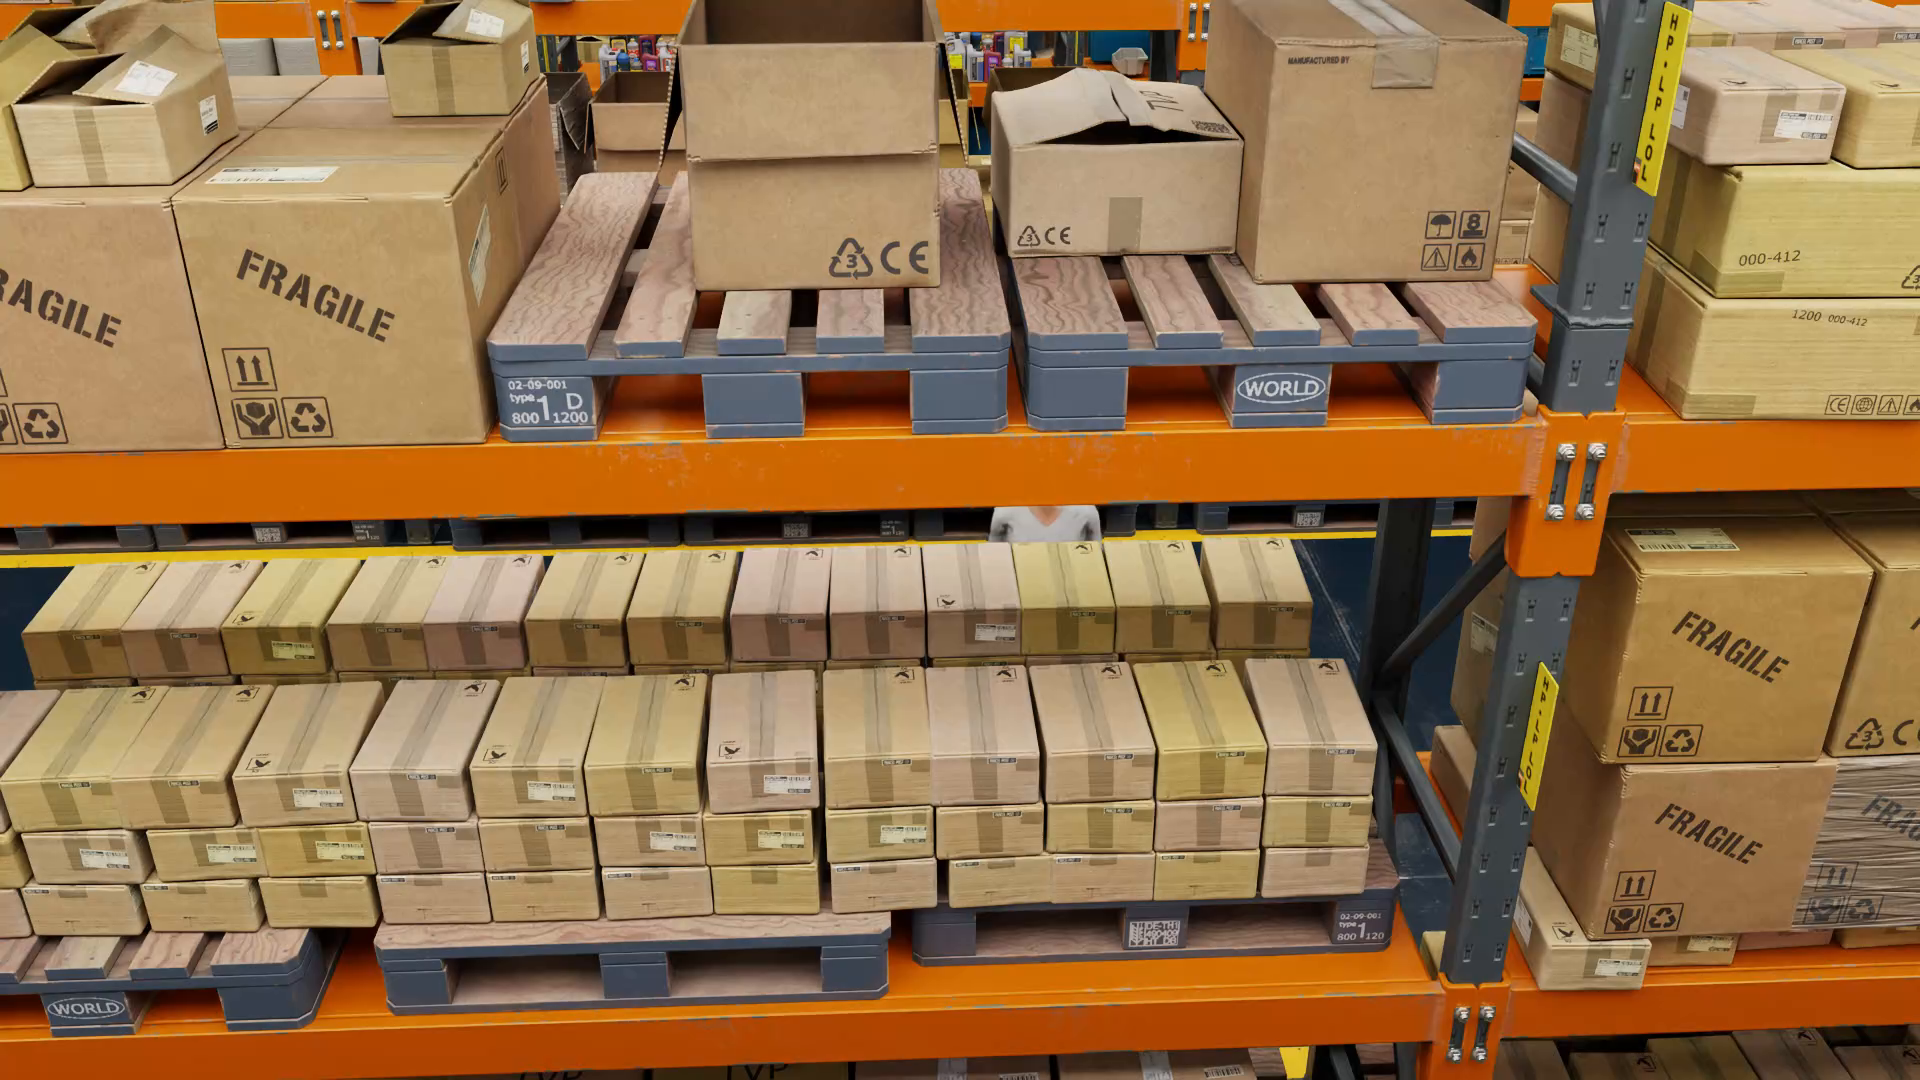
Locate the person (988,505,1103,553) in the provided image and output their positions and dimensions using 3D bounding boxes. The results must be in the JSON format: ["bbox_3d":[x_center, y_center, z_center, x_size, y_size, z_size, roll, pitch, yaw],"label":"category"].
[{"bbox_3d":[0.325,0.392,6.422,0.453,1.730,0.432,-1,28,-2],"label":"person"}]
